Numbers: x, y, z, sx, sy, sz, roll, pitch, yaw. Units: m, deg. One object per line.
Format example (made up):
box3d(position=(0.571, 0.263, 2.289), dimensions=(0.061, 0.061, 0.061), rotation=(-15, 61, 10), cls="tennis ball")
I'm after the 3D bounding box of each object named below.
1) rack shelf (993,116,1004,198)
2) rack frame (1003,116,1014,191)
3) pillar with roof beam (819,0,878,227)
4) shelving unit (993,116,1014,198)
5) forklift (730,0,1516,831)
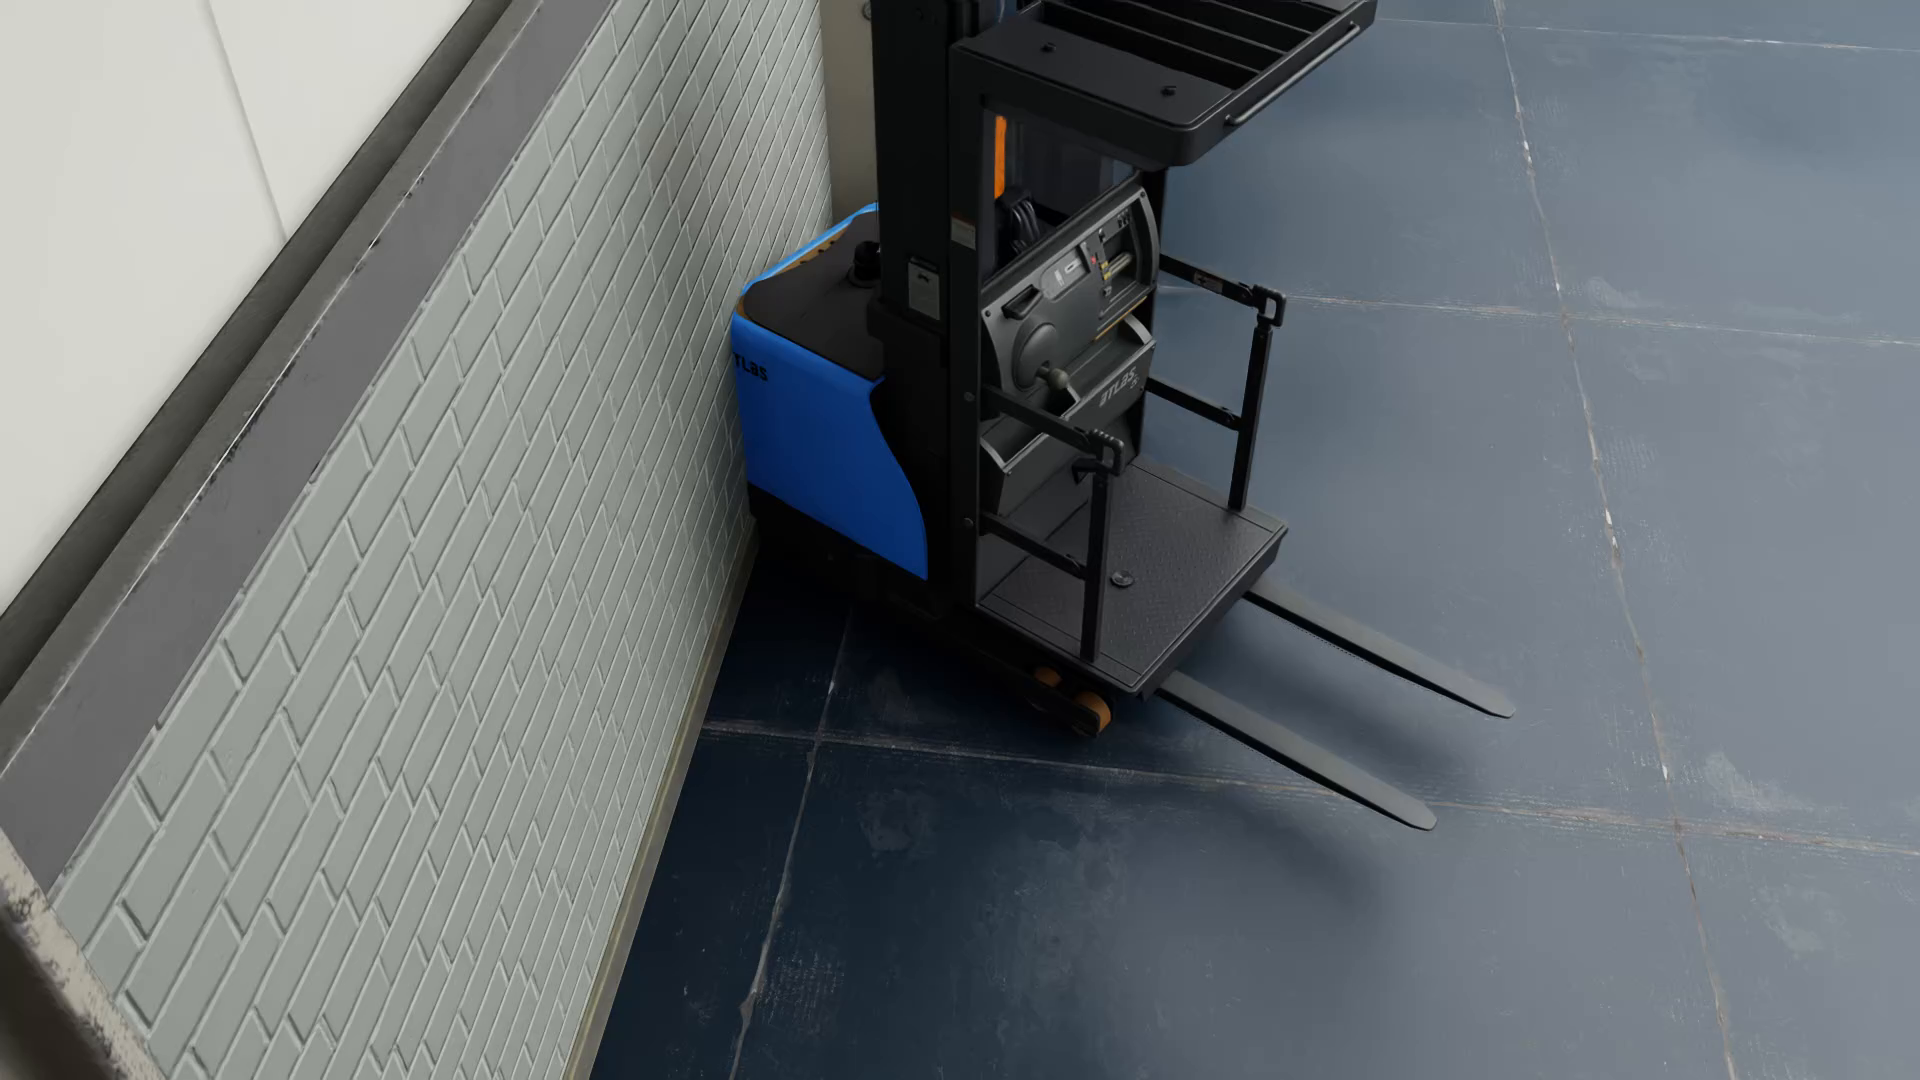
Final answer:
box3d(position=(0.094, -1.642, 7.654), dimensions=(0.538, 0.185, 1.000), rotation=(9, 44, 9), cls="rack shelf")
box3d(position=(-0.017, -1.431, 7.171), dimensions=(0.500, 1.500, 0.032), rotation=(9, 44, 9), cls="rack frame")
box3d(position=(3.841, -4.232, 4.674), dimensions=(9.100, 9.000, 0.400), rotation=(5, 44, 6), cls="pillar with roof beam")
box3d(position=(0.092, -1.766, 7.524), dimensions=(0.587, 1.500, 1.083), rotation=(9, 44, 9), cls="shelving unit")
box3d(position=(0.544, -0.773, 5.435), dimensions=(3.031, 2.935, 1.130), rotation=(28, 50, 26), cls="forklift")
